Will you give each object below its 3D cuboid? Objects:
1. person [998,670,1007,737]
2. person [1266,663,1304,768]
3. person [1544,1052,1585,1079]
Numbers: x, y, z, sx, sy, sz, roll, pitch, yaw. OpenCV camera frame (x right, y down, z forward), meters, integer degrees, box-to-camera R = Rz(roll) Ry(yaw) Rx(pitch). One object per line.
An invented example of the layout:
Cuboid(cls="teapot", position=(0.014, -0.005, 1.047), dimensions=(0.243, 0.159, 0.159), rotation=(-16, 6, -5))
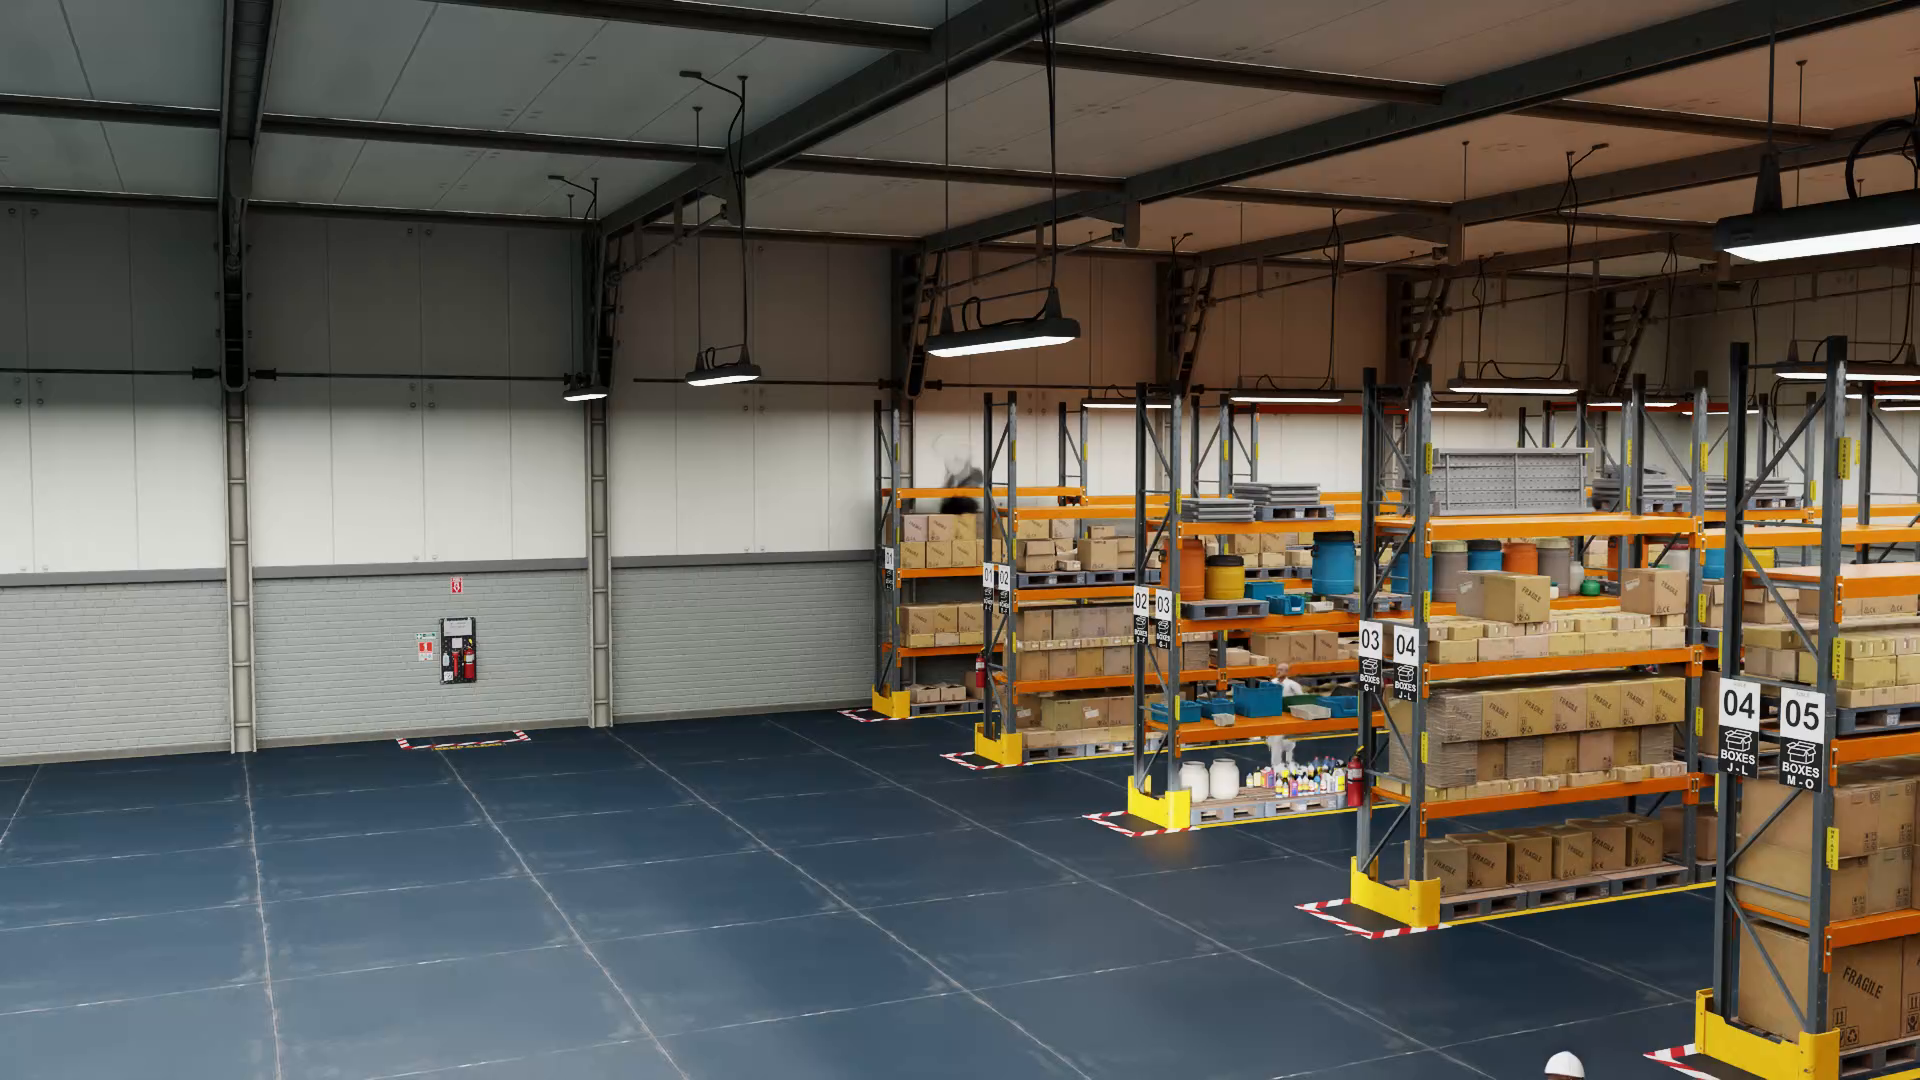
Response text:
Cuboid(cls="person", position=(0.960, 2.618, 29.290), dimensions=(0.732, 1.749, 0.576), rotation=(-2, 4, -37))
Cuboid(cls="person", position=(5.048, 2.792, 25.976), dimensions=(0.756, 1.741, 0.711), rotation=(-3, 4, -39))
Cuboid(cls="person", position=(3.365, 3.739, 9.307), dimensions=(0.698, 1.759, 0.905), rotation=(1, 4, 22))
